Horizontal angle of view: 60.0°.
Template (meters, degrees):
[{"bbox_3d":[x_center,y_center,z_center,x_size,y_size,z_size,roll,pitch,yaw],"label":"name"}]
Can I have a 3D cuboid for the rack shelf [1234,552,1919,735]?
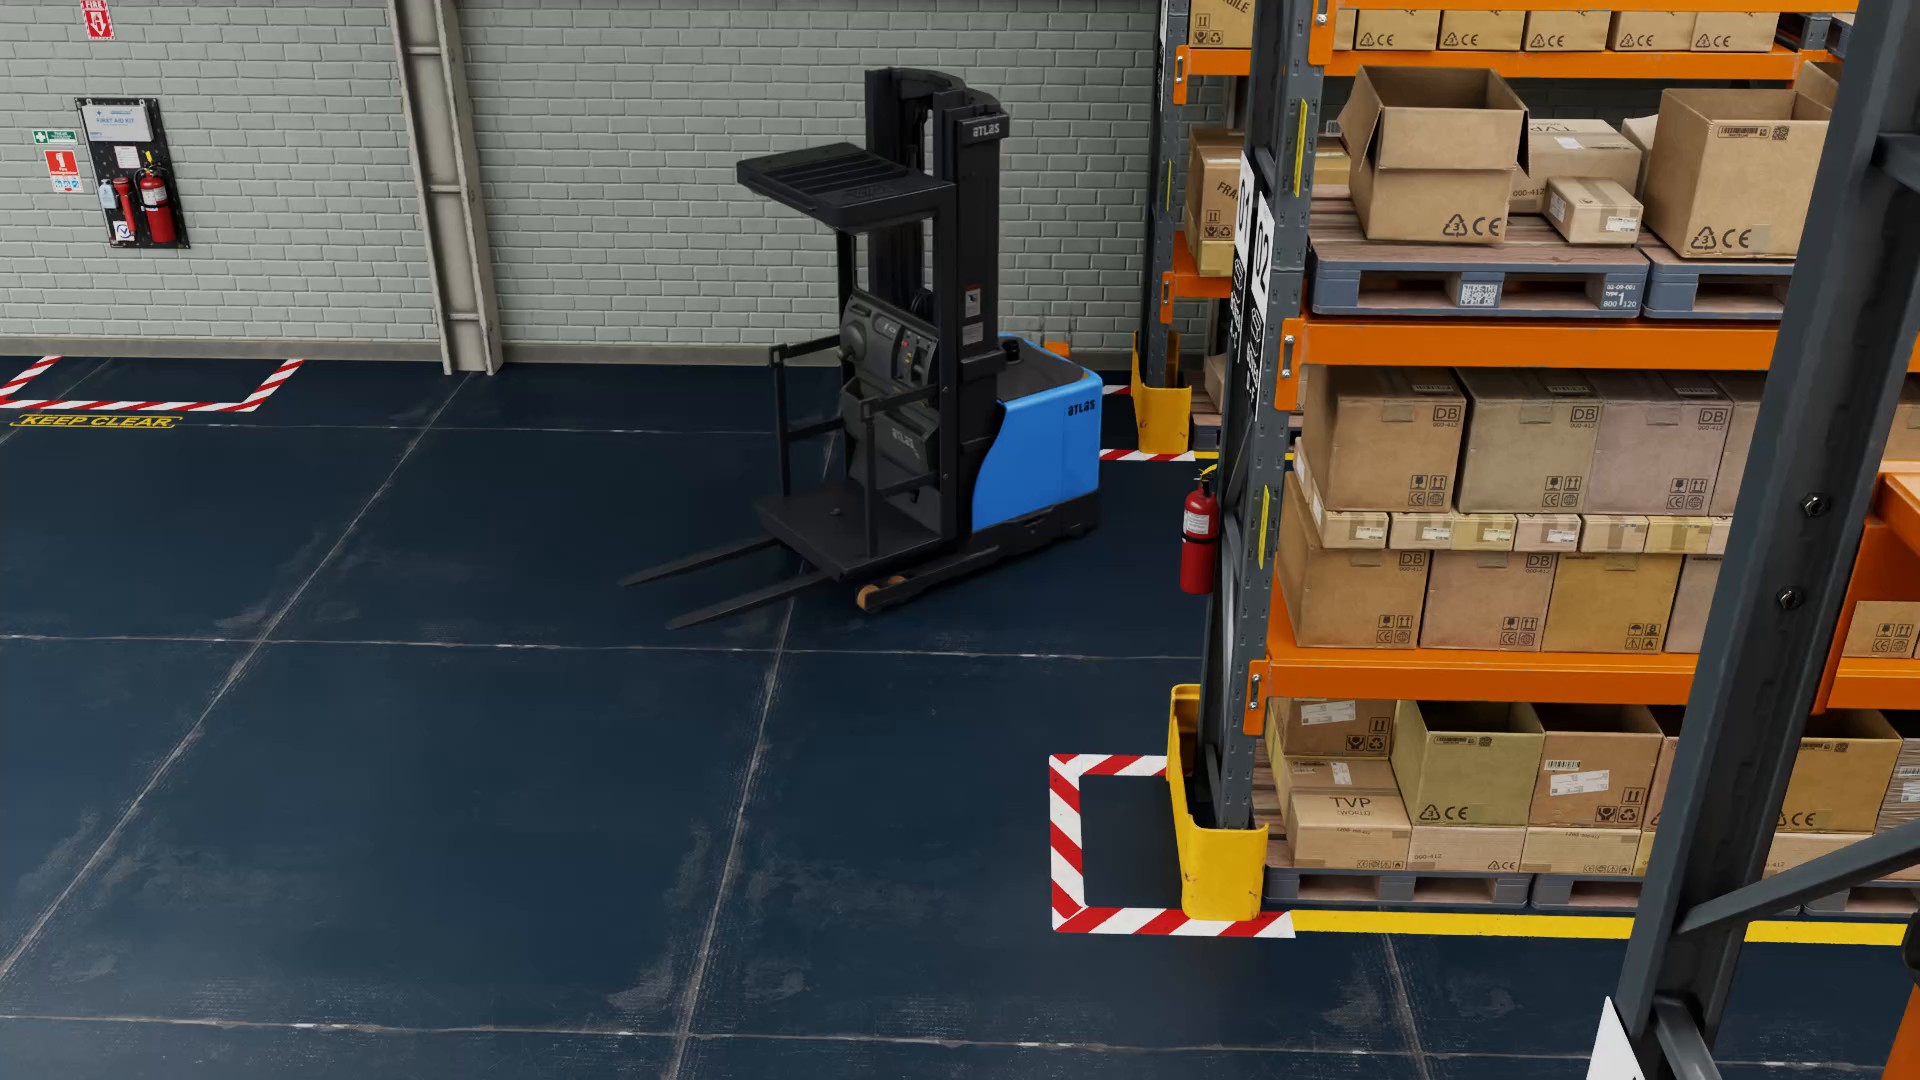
[{"bbox_3d":[3.221,0.459,7.375,4.000,0.370,1.077,1,28,2],"label":"rack shelf"}]

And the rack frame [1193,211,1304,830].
[{"bbox_3d":[1.222,0.108,7.269,0.127,3.000,1.000,1,28,2],"label":"rack frame"}]

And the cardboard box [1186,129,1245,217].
[{"bbox_3d":[1.872,-2.576,11.671,0.500,0.500,0.500,1,28,1],"label":"cardboard box"}]

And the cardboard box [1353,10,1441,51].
[{"bbox_3d":[2.773,-3.434,10.620,0.500,0.500,0.500,2,28,4],"label":"cardboard box"}]

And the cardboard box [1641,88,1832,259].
[{"bbox_3d":[2.872,-1.353,6.118,0.500,0.500,0.500,1,28,2],"label":"cardboard box"}]

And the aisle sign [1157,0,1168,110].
[{"bbox_3d":[1.311,-3.220,10.771,0.004,0.787,0.394,1,28,2],"label":"aisle sign"}]

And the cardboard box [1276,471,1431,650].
[{"bbox_3d":[1.689,0.078,7.219,0.500,0.500,0.700,1,28,2],"label":"cardboard box"}]

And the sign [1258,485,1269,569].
[{"bbox_3d":[1.197,-0.050,6.557,0.005,0.325,0.100,1,28,2],"label":"sign"}]

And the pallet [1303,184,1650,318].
[{"bbox_3d":[1.928,-1.154,6.542,1.213,0.211,1.003,1,28,2],"label":"pallet"}]

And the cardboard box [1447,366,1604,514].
[{"bbox_3d":[2.267,-0.488,6.902,0.500,0.500,0.700,0,28,0],"label":"cardboard box"}]

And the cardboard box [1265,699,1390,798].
[{"bbox_3d":[1.769,1.008,8.058,0.500,0.250,0.500,1,28,2],"label":"cardboard box"}]

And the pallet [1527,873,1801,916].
[{"bbox_3d":[3.204,1.355,7.894,1.213,0.211,1.003,1,28,2],"label":"pallet"}]

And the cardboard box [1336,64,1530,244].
[{"bbox_3d":[1.797,-1.499,6.389,0.637,0.503,0.797,3,28,5],"label":"cardboard box"}]

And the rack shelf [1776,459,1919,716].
[{"bbox_3d":[3.043,0.304,1.690,4.000,0.370,1.077,1,28,2],"label":"rack shelf"}]

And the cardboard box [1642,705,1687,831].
[{"bbox_3d":[3.249,0.945,7.376,0.500,0.500,0.500,1,28,2],"label":"cardboard box"}]

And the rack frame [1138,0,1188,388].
[{"bbox_3d":[1.394,-2.211,11.643,0.127,3.000,1.000,1,28,2],"label":"rack frame"}]

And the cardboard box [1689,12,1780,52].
[{"bbox_3d":[4.875,-3.415,10.585,0.500,0.500,0.500,2,28,3],"label":"cardboard box"}]

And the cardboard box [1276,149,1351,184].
[{"bbox_3d":[2.354,-2.323,11.193,0.500,0.500,0.500,1,28,2],"label":"cardboard box"}]

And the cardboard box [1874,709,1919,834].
[{"bbox_3d":[4.249,0.953,7.361,0.500,0.500,0.500,1,28,2],"label":"cardboard box"}]

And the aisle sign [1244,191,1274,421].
[{"bbox_3d":[1.146,-0.898,6.391,0.004,0.787,0.394,1,28,2],"label":"aisle sign"}]

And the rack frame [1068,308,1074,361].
[{"bbox_3d":[0.710,-0.947,11.181,0.006,1.200,0.240,2,28,-2],"label":"rack frame"}]

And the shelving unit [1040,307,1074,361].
[{"bbox_3d":[0.619,-0.950,11.179,0.189,1.200,0.258,2,28,-2],"label":"shelving unit"}]

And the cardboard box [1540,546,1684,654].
[{"bbox_3d":[2.710,0.095,7.187,0.500,0.500,0.700,1,28,2],"label":"cardboard box"}]

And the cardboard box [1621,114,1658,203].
[{"bbox_3d":[2.938,-1.520,6.635,0.500,0.311,0.500,4,28,8],"label":"cardboard box"}]

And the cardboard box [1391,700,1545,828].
[{"bbox_3d":[2.250,0.927,7.412,0.500,0.500,0.500,1,28,2],"label":"cardboard box"}]

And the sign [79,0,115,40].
[{"bbox_3d":[-6.346,-3.833,12.228,0.199,0.298,0.001,1,28,2],"label":"sign"}]

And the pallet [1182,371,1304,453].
[{"bbox_3d":[2.280,-0.947,12.237,1.213,0.211,1.003,1,28,2],"label":"pallet"}]

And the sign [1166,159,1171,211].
[{"bbox_3d":[1.375,-2.339,10.961,0.005,0.325,0.100,1,28,2],"label":"sign"}]

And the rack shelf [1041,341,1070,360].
[{"bbox_3d":[0.631,-1.229,11.031,0.180,0.103,0.258,2,28,-2],"label":"rack shelf"}]

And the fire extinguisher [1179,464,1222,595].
[{"bbox_3d":[1.121,-0.077,7.701,0.183,0.674,0.296,1,28,2],"label":"fire extinguisher"}]

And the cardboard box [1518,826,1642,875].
[{"bbox_3d":[2.750,1.266,7.573,0.500,0.250,0.500,1,28,2],"label":"cardboard box"}]

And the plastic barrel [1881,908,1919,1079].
[{"bbox_3d":[1.534,0.675,2.091,0.708,0.830,0.600,1,28,2],"label":"plastic barrel"}]

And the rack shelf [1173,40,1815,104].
[{"bbox_3d":[3.392,-3.185,11.046,4.000,0.370,1.077,1,28,2],"label":"rack shelf"}]

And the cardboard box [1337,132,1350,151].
[{"bbox_3d":[2.892,-2.557,11.634,0.500,0.500,0.500,0,28,0],"label":"cardboard box"}]

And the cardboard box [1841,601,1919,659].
[{"bbox_3d":[3.748,0.110,7.159,0.500,0.500,0.700,1,28,3],"label":"cardboard box"}]

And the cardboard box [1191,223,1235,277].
[{"bbox_3d":[1.870,-1.996,11.378,0.500,0.250,0.500,0,28,0],"label":"cardboard box"}]

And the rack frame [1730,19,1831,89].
[{"bbox_3d":[5.391,-2.144,11.518,0.127,3.000,1.000,1,28,2],"label":"rack frame"}]

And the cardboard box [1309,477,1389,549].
[{"bbox_3d":[1.607,-0.115,6.891,0.250,0.149,0.380,1,28,1],"label":"cardboard box"}]

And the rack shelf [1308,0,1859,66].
[{"bbox_3d":[3.221,-2.015,6.063,4.000,0.370,1.077,1,28,2],"label":"rack shelf"}]

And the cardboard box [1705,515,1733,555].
[{"bbox_3d":[3.143,-0.089,6.842,0.250,0.149,0.380,1,28,2],"label":"cardboard box"}]

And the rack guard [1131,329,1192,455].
[{"bbox_3d":[1.469,-1.105,12.226,0.348,0.500,1.175,1,28,2],"label":"rack guard"}]

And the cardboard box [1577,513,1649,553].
[{"bbox_3d":[2.639,-0.099,6.860,0.250,0.149,0.380,0,28,0],"label":"cardboard box"}]

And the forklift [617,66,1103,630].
[{"bbox_3d":[-0.588,-1.141,9.699,3.031,2.935,1.130,-19,33,-31],"label":"forklift"}]

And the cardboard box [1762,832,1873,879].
[{"bbox_3d":[3.749,1.284,7.538,0.500,0.250,0.500,1,28,2],"label":"cardboard box"}]

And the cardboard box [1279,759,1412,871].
[{"bbox_3d":[1.751,1.251,7.601,0.500,0.250,0.500,1,28,2],"label":"cardboard box"}]

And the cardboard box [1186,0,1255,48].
[{"bbox_3d":[1.719,-3.466,10.681,0.500,0.500,0.500,2,28,3],"label":"cardboard box"}]

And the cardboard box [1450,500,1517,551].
[{"bbox_3d":[2.120,-0.107,6.876,0.250,0.149,0.380,1,28,2],"label":"cardboard box"}]

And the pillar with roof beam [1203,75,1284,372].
[{"bbox_3d":[1.972,-3.239,7.178,0.400,9.000,9.100,1,28,2],"label":"pillar with roof beam"}]

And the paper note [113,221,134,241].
[{"bbox_3d":[-6.515,-2.408,12.955,0.142,0.148,0.016,1,28,2],"label":"paper note"}]

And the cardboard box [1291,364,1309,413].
[{"bbox_3d":[2.652,-1.154,12.051,0.500,0.311,0.500,3,28,6],"label":"cardboard box"}]

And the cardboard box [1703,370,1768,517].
[{"bbox_3d":[3.272,-0.472,6.872,0.500,0.500,0.700,1,28,2],"label":"cardboard box"}]

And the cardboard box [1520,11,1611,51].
[{"bbox_3d":[3.818,-3.421,10.596,0.500,0.500,0.500,0,28,0],"label":"cardboard box"}]
